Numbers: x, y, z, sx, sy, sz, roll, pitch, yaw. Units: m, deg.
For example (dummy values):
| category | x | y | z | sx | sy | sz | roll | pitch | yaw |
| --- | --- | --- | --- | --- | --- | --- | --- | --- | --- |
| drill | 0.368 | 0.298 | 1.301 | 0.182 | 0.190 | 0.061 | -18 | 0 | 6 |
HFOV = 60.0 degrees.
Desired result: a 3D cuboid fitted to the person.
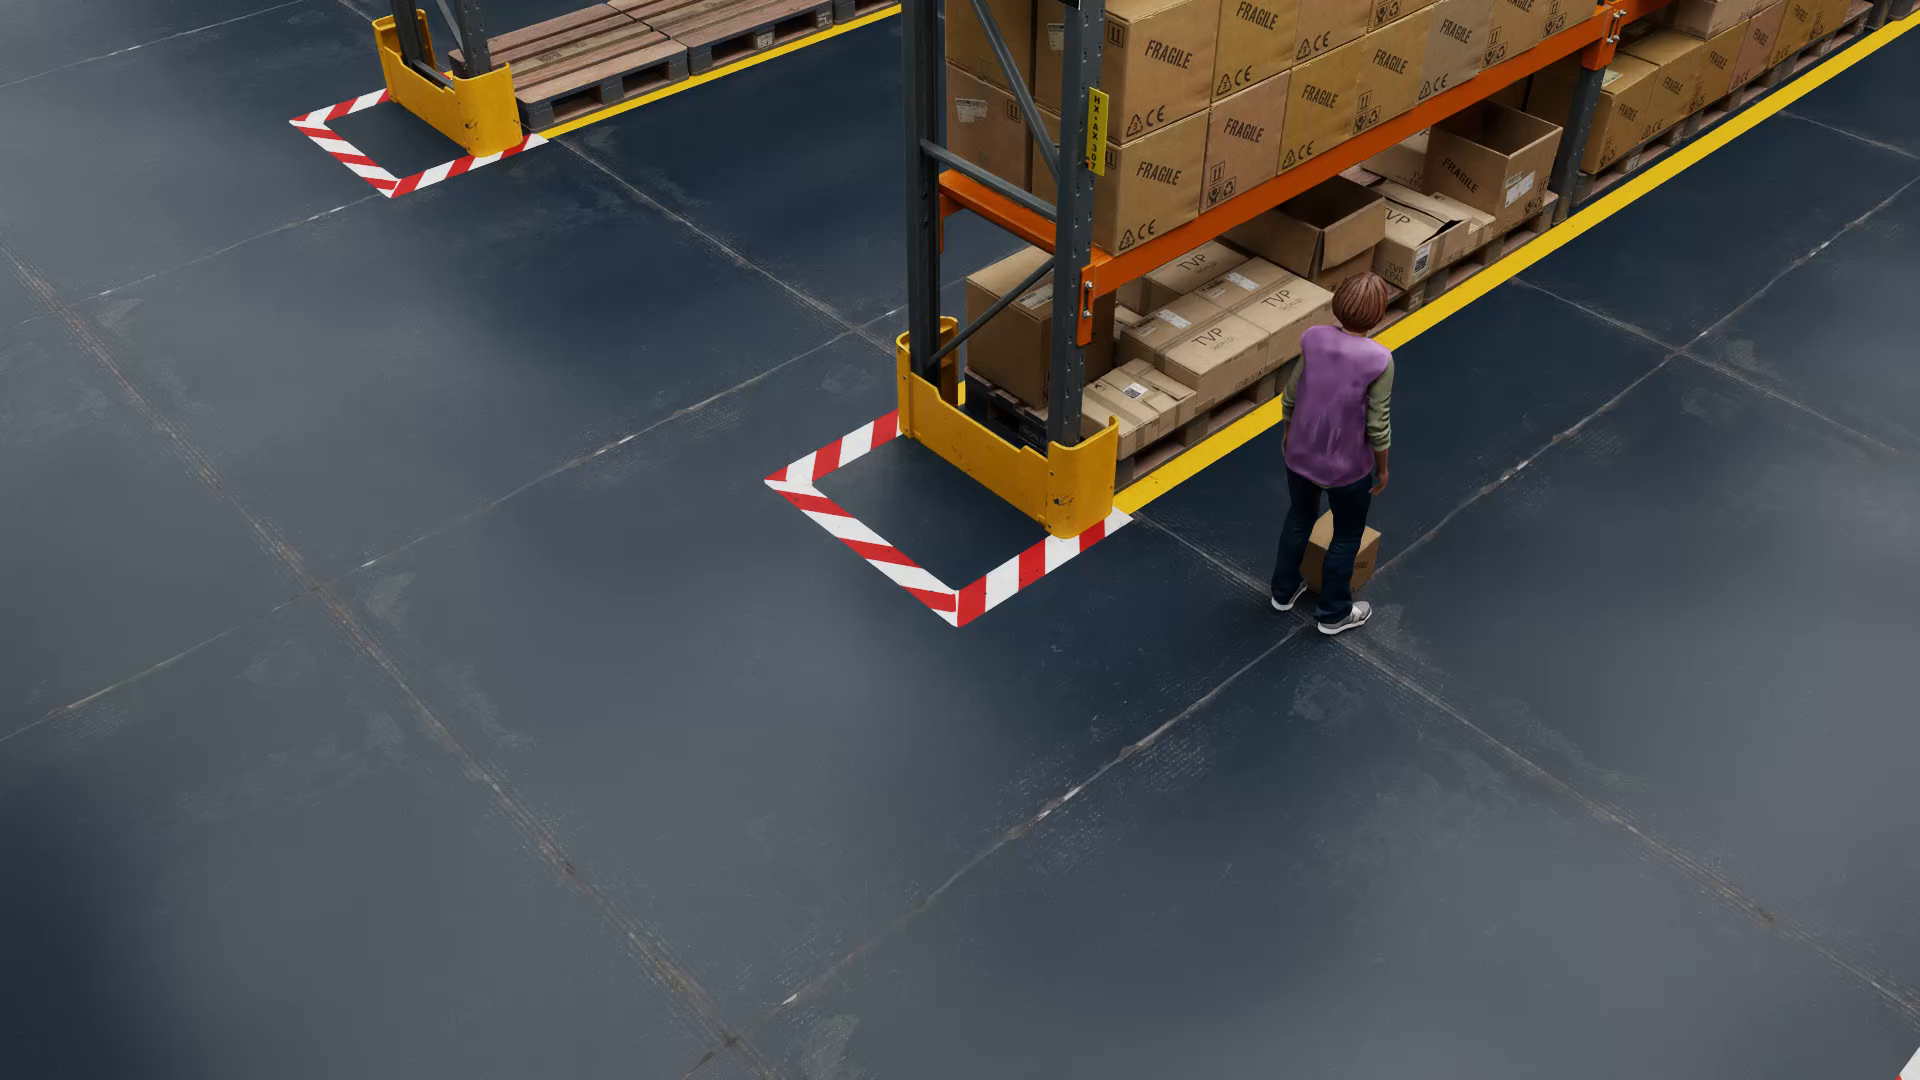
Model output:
| category | x | y | z | sx | sy | sz | roll | pitch | yaw |
| --- | --- | --- | --- | --- | --- | --- | --- | --- | --- |
| person | 1.464 | -0.319 | 6.539 | 0.486 | 1.594 | 0.341 | 29 | 48 | 30 |
